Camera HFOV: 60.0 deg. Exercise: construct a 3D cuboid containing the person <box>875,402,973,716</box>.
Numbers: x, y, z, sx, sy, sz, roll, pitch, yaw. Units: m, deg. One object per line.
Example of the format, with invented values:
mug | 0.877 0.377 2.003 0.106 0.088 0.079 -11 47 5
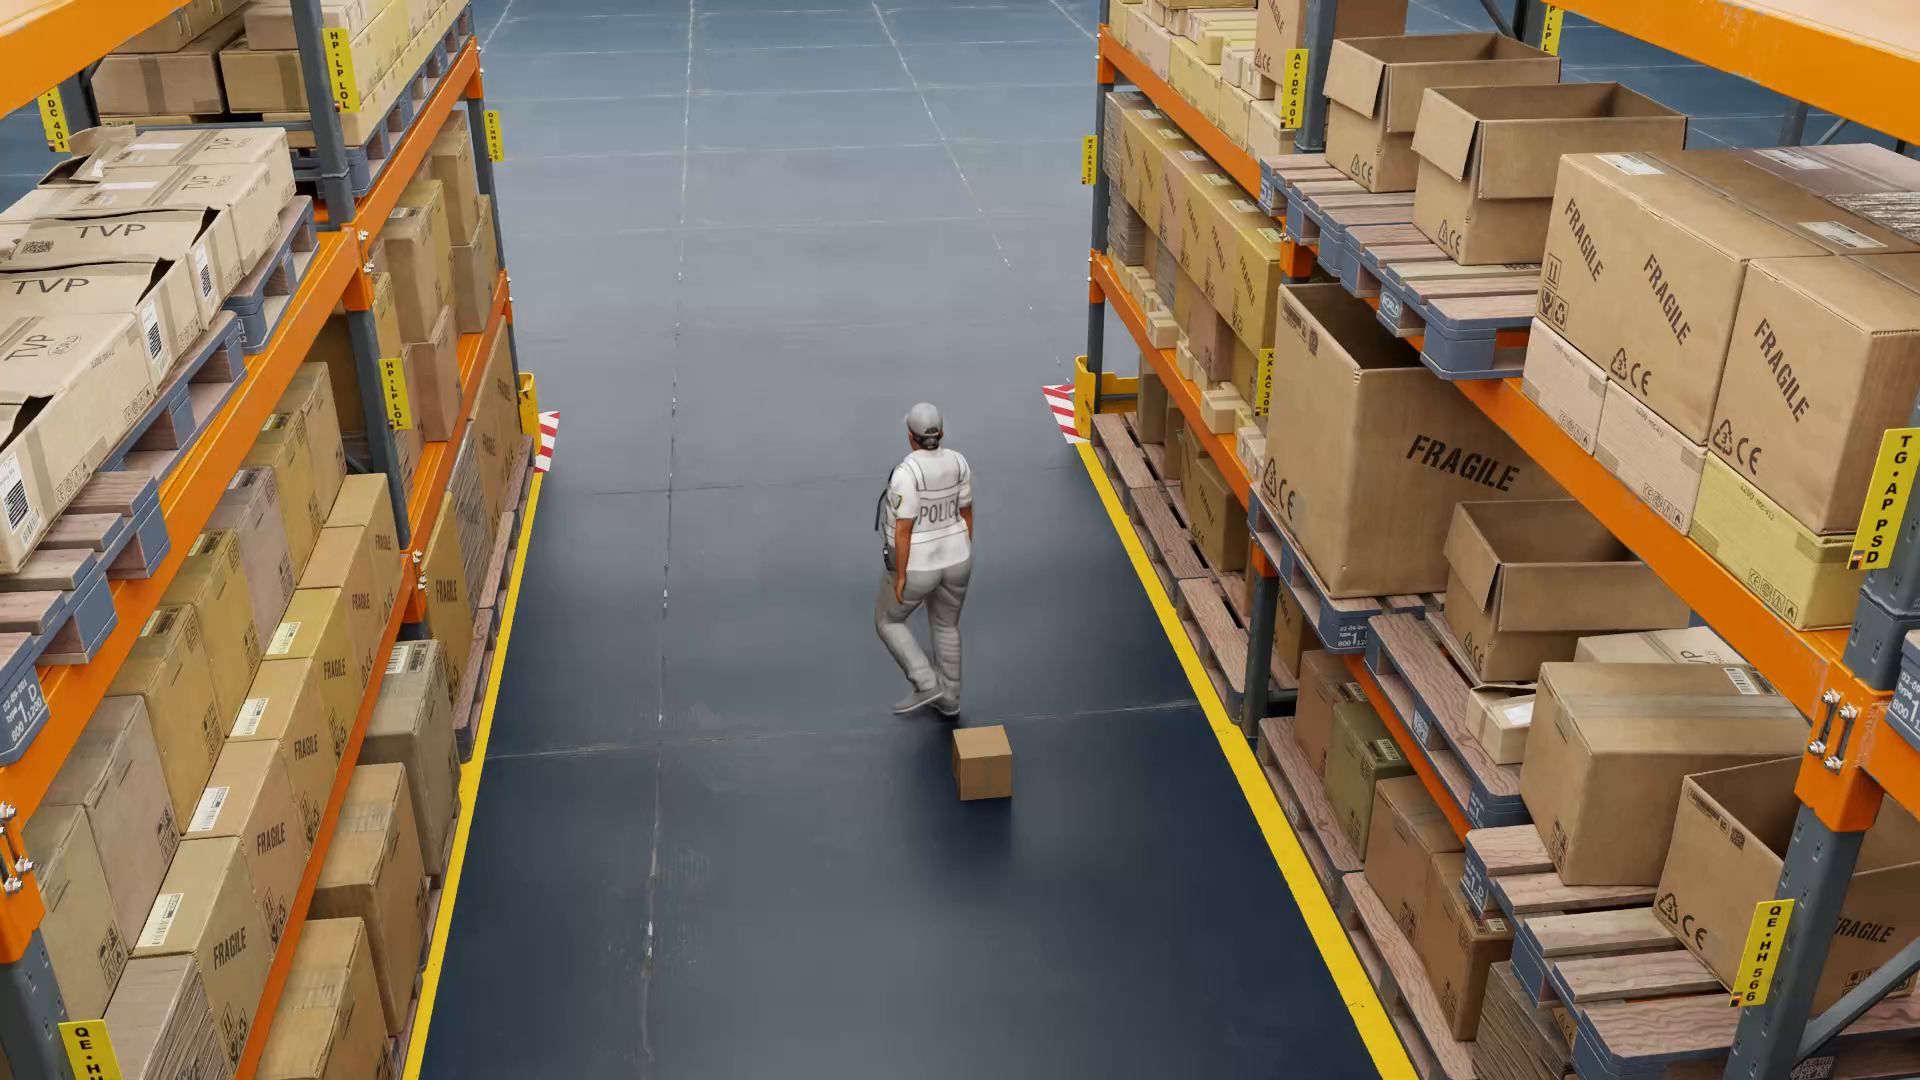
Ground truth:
person | -0.166 0.122 8.362 0.546 1.653 0.512 -18 33 -31
